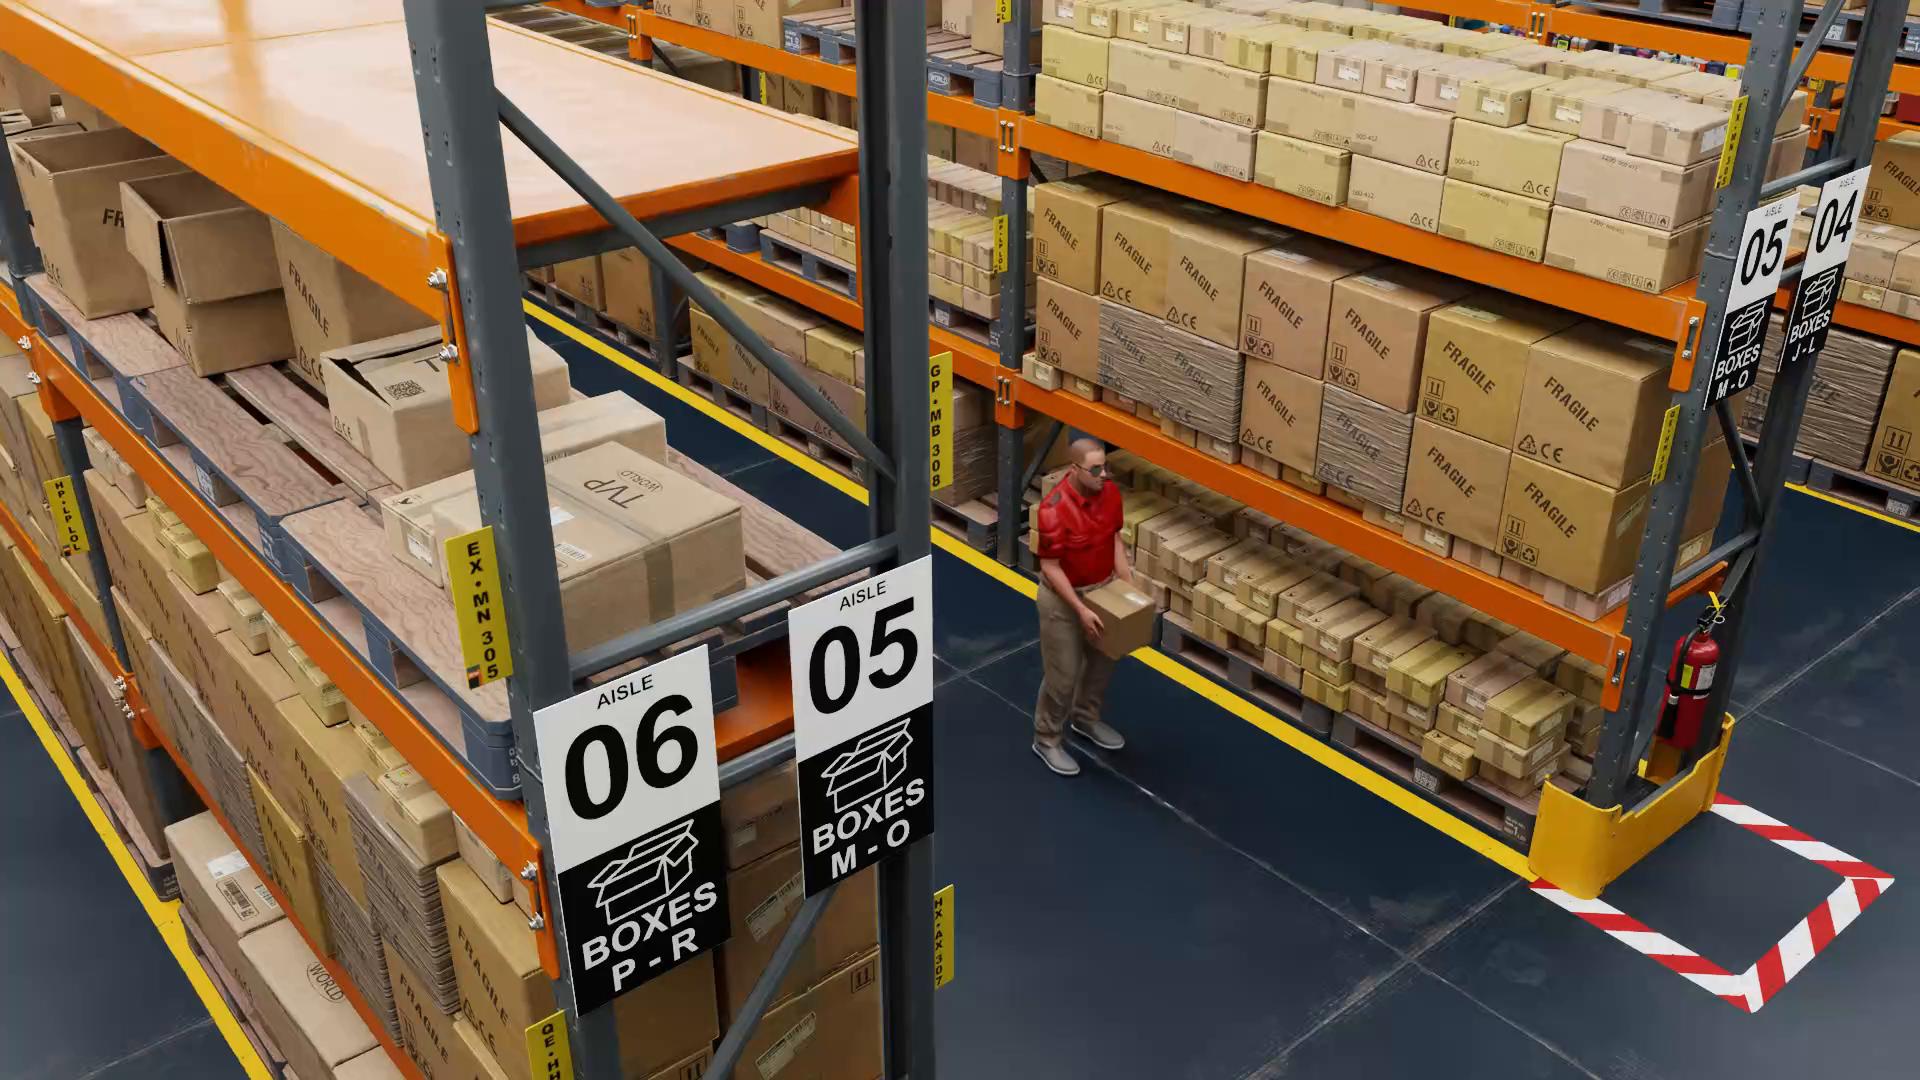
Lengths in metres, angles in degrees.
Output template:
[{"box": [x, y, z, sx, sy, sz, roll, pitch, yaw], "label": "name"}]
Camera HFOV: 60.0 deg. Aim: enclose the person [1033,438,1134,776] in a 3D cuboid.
[{"box": [0.633, 0.317, 8.207, 0.532, 1.733, 0.470, -23, 35, -36], "label": "person"}]
